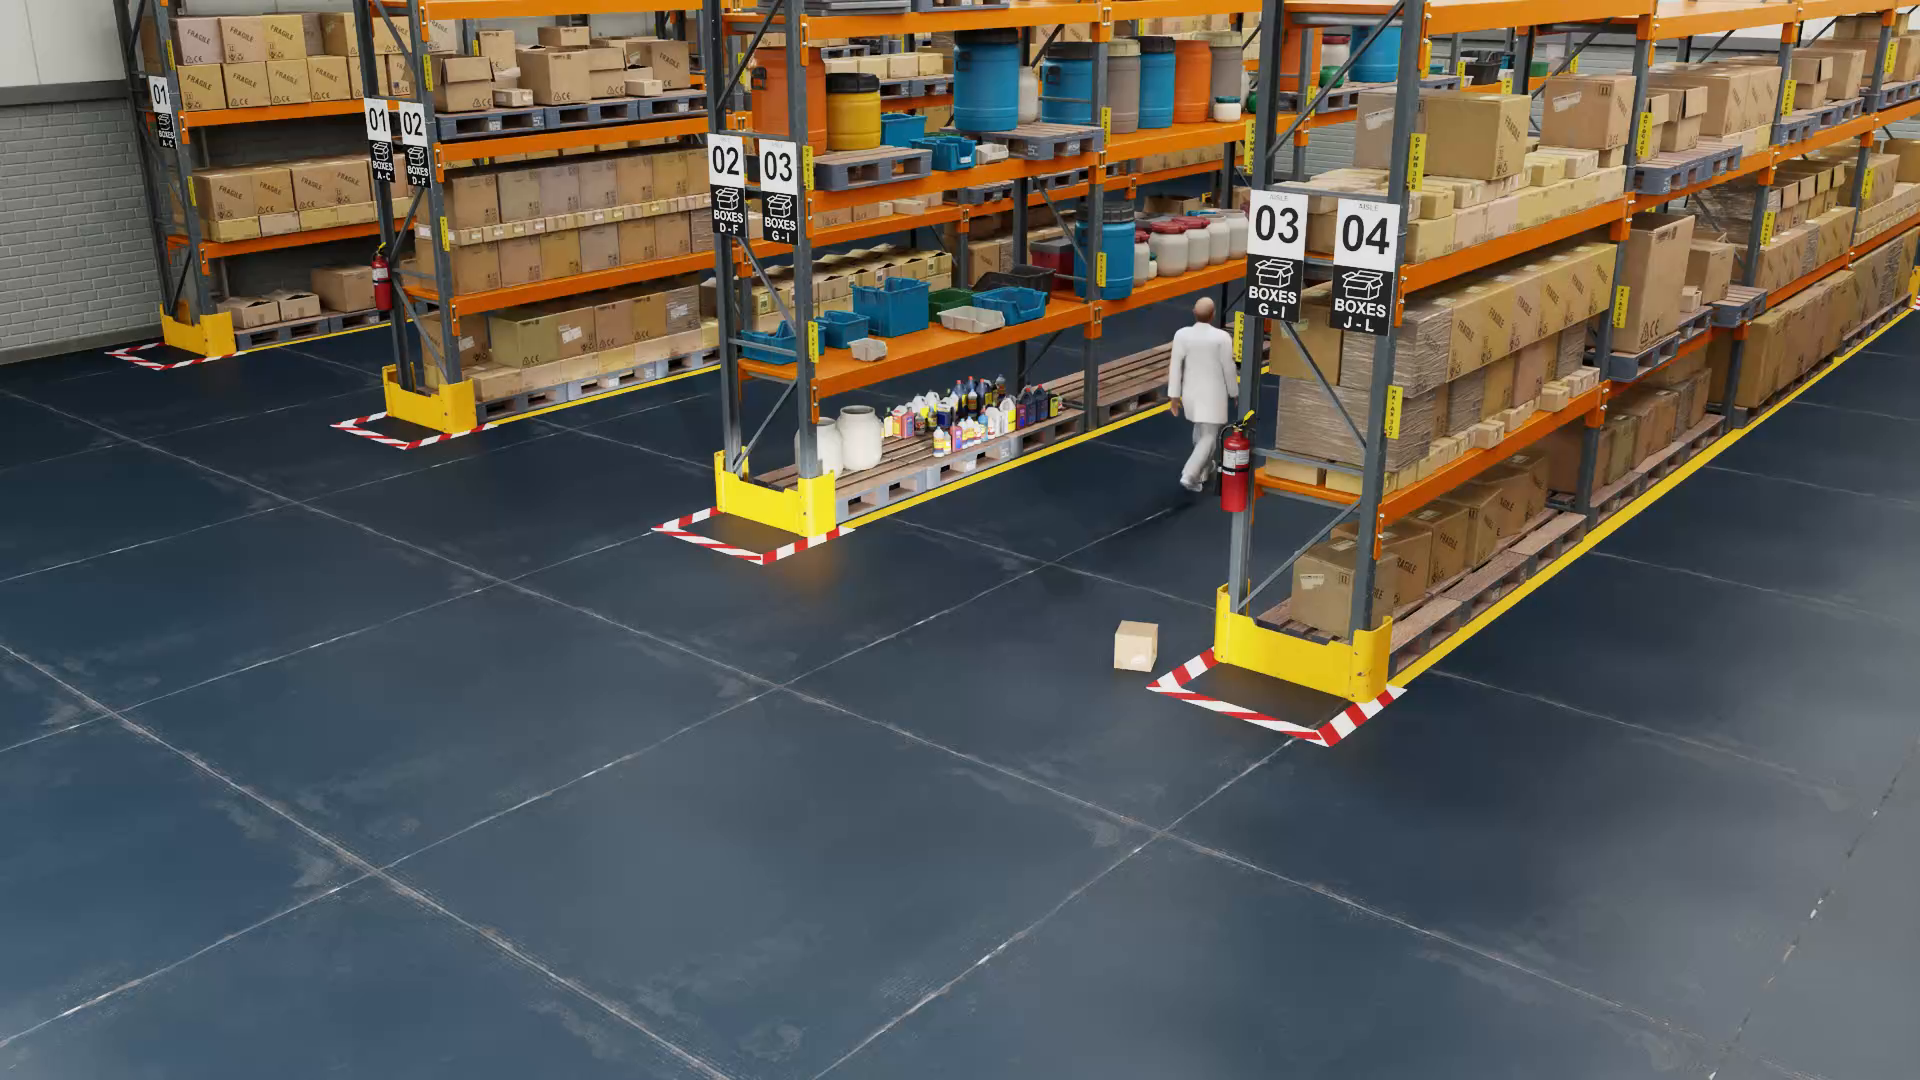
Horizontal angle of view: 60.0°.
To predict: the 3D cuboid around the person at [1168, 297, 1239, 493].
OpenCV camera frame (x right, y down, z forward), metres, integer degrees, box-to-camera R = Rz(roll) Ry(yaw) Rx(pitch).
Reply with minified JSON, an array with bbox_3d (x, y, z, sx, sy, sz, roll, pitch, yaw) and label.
[{"bbox_3d":[2.147,-1.282,14.632,0.567,1.736,1.069,12,23,30],"label":"person"}]
